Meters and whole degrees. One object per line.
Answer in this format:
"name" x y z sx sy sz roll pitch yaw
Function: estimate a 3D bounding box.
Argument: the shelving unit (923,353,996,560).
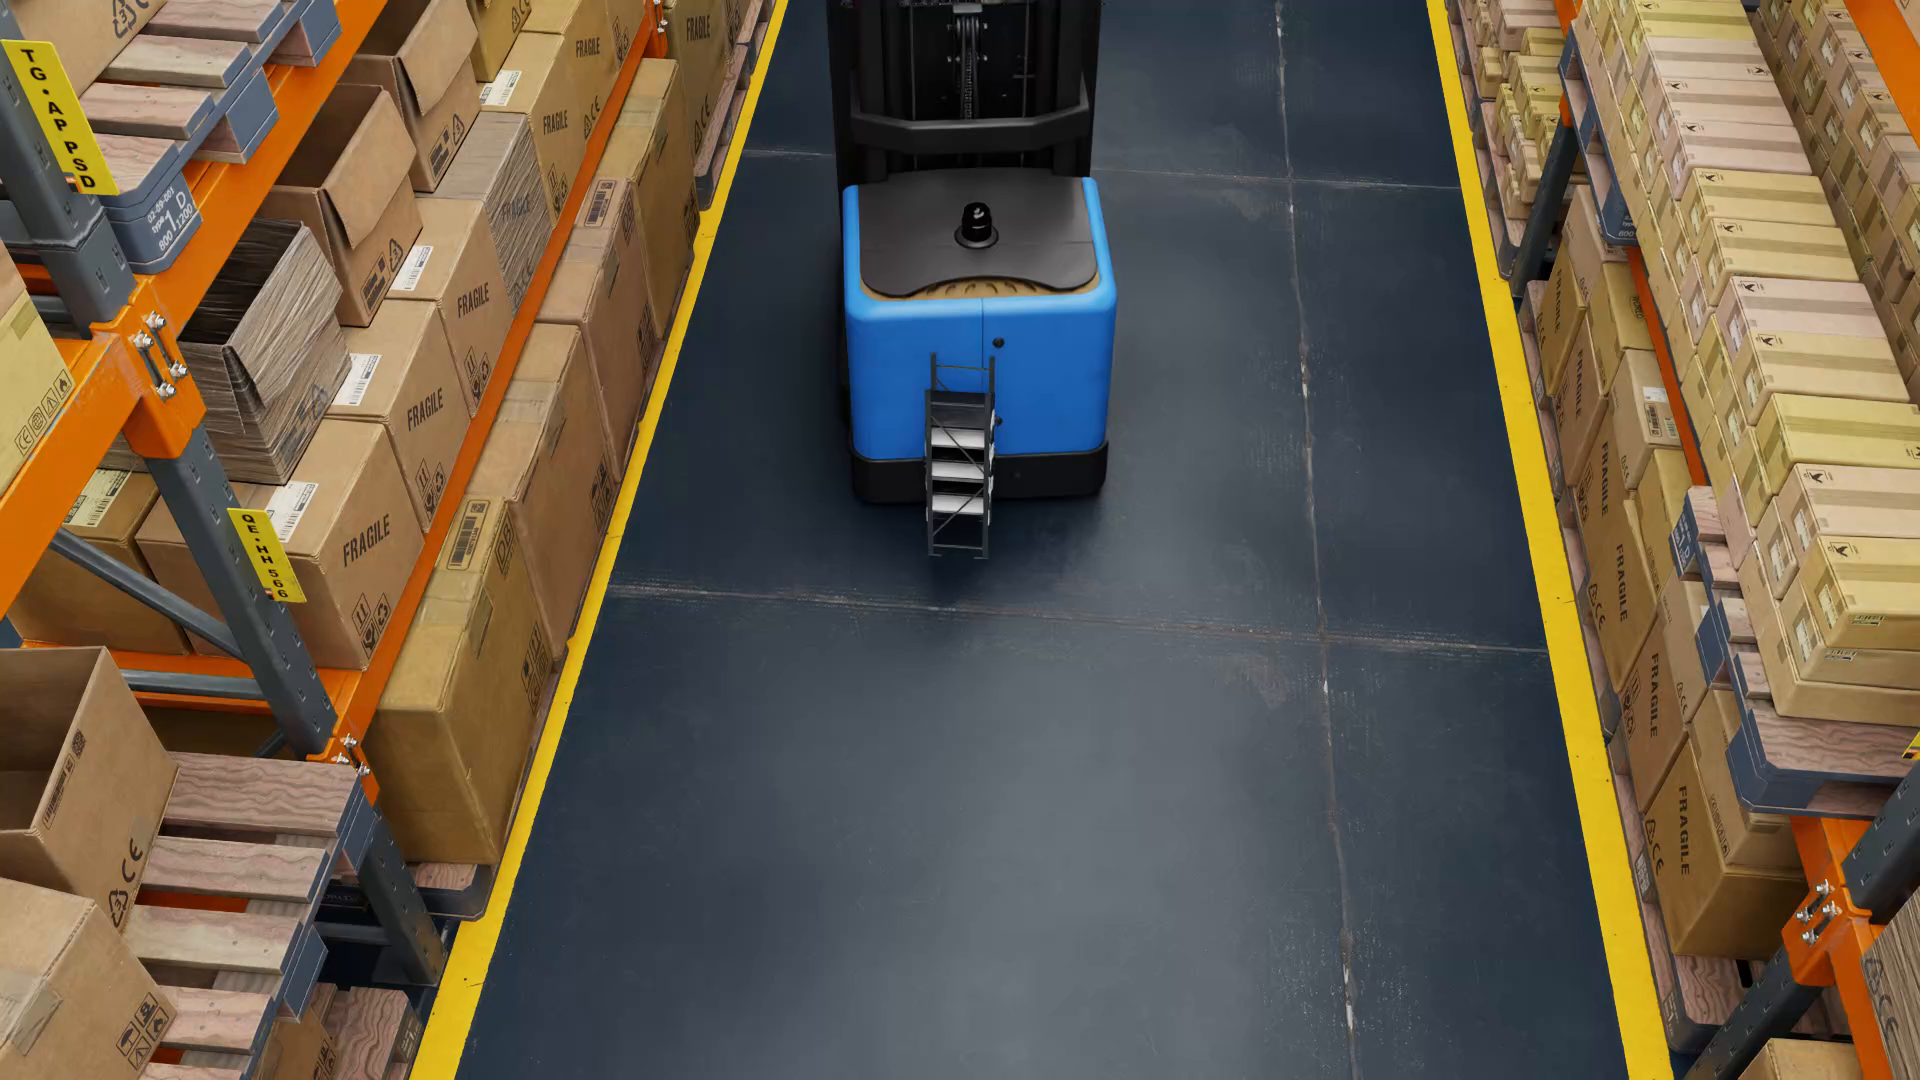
"shelving unit" 0.001 -0.310 6.449 0.258 0.900 0.210 4 48 4

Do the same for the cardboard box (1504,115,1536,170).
"cardboard box" 2.820 -1.889 7.917 0.380 0.149 0.250 2 48 2

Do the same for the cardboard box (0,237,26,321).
"cardboard box" -1.994 -0.473 2.736 0.500 0.500 0.500 5 48 5

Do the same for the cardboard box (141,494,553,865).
"cardboard box" -2.116 0.444 5.492 1.225 0.875 0.875 2 48 2

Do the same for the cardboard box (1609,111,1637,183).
"cardboard box" 2.531 -1.383 5.894 0.380 0.149 0.250 4 48 4

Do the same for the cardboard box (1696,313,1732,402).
"cardboard box" 2.415 -0.525 4.907 0.380 0.149 0.250 4 48 3

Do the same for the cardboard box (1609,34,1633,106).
"cardboard box" 2.557 -1.676 5.960 0.380 0.149 0.250 5 48 4

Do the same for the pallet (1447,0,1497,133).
"pallet" 3.230 -2.611 9.021 1.003 0.211 1.213 4 48 4

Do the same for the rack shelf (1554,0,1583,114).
"rack shelf" 3.278 -3.384 8.326 1.077 0.370 4.000 4 48 4

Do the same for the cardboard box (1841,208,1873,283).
"cardboard box" 3.141 -0.951 5.499 0.380 0.149 0.250 6 48 5

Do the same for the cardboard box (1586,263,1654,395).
"cardboard box" 2.719 -0.791 6.368 0.500 0.250 0.500 5 48 5

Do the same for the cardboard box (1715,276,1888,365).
"cardboard box" 2.416 -0.616 4.789 0.380 0.149 0.250 4 48 4

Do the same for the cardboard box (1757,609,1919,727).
"cardboard box" 2.318 0.332 4.325 0.380 0.149 0.250 5 48 4

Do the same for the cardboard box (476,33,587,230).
"cardboard box" -1.698 -1.489 6.037 0.500 0.500 0.500 3 48 3

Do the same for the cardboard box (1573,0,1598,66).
"cardboard box" 2.601 -1.955 6.417 0.380 0.149 0.250 2 48 2

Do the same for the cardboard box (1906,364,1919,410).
"cardboard box" 3.066 -0.379 4.976 0.380 0.149 0.250 5 48 5

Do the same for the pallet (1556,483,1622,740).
"pallet" 2.917 0.255 6.399 1.003 0.211 1.213 4 48 4

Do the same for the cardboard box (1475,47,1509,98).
"cardboard box" 2.886 -2.408 8.593 0.380 0.149 0.250 4 48 3

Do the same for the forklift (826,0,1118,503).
"forklift" 0.000 -2.224 6.824 1.130 2.935 3.031 -2 48 -2

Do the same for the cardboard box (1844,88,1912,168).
"cardboard box" 3.154 -1.346 5.457 0.380 0.149 0.250 2 48 2

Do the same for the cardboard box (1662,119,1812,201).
"cardboard box" 2.485 -1.206 5.329 0.380 0.149 0.250 5 48 5

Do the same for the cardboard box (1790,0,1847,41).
"cardboard box" 3.230 -1.909 5.972 0.380 0.149 0.250 3 48 2

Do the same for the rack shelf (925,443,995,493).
"rack shelf" 0.001 -0.287 6.474 0.258 0.077 0.200 4 48 4

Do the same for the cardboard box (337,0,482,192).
"cardboard box" -2.000 -1.506 5.373 0.797 0.503 0.637 5 48 5

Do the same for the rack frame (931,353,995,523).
"rack frame" 0.010 -0.384 6.518 0.240 0.900 0.006 4 48 4

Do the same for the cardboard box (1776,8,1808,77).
"cardboard box" 3.233 -1.815 6.087 0.380 0.149 0.250 4 48 4

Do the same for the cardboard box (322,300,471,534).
"cardboard box" -1.839 -0.377 5.020 0.500 0.500 0.500 3 48 2

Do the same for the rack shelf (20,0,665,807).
"rack shelf" -2.017 -0.852 6.010 1.077 0.370 4.000 4 48 4

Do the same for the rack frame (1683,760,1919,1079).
"rack frame" 2.728 0.782 4.028 0.949 2.616 0.053 4 48 4

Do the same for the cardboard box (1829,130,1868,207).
"cardboard box" 3.162 -1.241 5.562 0.380 0.149 0.250 2 48 2

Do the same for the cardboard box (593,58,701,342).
"cardboard box" -1.873 -1.518 7.287 1.225 0.875 0.875 4 48 4

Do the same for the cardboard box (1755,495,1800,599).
"cardboard box" 2.345 0.035 4.395 0.380 0.149 0.250 5 48 5

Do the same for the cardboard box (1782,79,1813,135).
"cardboard box" 3.209 -1.535 6.033 0.380 0.149 0.250 4 48 3

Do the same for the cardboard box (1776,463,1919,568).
"cardboard box" 2.344 -0.051 4.272 0.380 0.149 0.250 3 48 3

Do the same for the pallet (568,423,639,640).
"pallet" -1.939 -0.153 6.773 1.003 0.211 1.213 4 48 4

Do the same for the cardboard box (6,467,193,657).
"cardboard box" -2.401 -0.039 4.711 0.500 0.500 0.500 5 48 5

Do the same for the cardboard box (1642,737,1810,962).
"cardboard box" 2.530 0.983 5.253 0.500 0.500 0.500 4 48 3

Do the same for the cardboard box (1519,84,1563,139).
"cardboard box" 2.852 -2.007 7.823 0.380 0.149 0.250 4 48 4

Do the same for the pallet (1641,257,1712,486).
"pallet" 2.870 -0.610 5.431 1.003 0.211 1.213 4 48 4

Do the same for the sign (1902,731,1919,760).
"sign" 2.190 0.389 3.657 0.100 0.325 0.005 4 48 4

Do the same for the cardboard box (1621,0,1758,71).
"cardboard box" 2.556 -1.763 5.838 0.380 0.149 0.250 4 48 4

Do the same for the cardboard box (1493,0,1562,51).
"cardboard box" 2.902 -2.581 8.348 0.380 0.149 0.250 2 48 2

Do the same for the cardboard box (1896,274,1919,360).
"cardboard box" 3.091 -0.663 5.034 0.380 0.149 0.250 3 48 3

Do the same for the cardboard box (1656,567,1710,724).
"cardboard box" 2.567 0.339 5.334 0.500 0.250 0.500 4 48 4

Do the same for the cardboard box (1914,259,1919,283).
"cardboard box" 3.084 -0.768 4.928 0.380 0.149 0.250 5 48 5

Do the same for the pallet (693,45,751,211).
"pallet" -1.687 -2.177 8.624 1.003 0.211 1.213 4 48 4

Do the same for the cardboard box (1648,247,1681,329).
"cardboard box" 2.462 -0.811 5.370 0.380 0.149 0.250 2 48 2

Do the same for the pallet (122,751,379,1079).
"pallet" -2.158 0.970 3.986 1.213 0.211 1.003 4 48 4

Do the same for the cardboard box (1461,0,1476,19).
"cardboard box" 2.965 -2.980 9.116 0.380 0.149 0.250 2 48 2

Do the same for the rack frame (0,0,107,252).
"rack frame" -2.199 -1.650 2.187 1.000 3.000 0.127 4 48 4

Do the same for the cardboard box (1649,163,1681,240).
"cardboard box" 2.487 -1.091 5.425 0.380 0.149 0.250 3 48 3

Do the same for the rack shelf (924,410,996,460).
"rack shelf" 0.001 -0.409 6.341 0.258 0.077 0.200 4 48 4

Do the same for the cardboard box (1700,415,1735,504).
"cardboard box" 2.392 -0.222 4.832 0.380 0.149 0.250 3 48 3

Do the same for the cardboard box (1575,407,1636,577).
"cardboard box" 2.683 -0.155 6.294 0.500 0.500 0.500 5 48 4

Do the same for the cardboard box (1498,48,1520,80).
"cardboard box" 2.951 -2.454 8.433 0.380 0.149 0.250 5 48 4

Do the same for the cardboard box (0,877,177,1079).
"cardboard box" -2.160 1.015 3.462 0.700 0.500 0.500 10 48 9
